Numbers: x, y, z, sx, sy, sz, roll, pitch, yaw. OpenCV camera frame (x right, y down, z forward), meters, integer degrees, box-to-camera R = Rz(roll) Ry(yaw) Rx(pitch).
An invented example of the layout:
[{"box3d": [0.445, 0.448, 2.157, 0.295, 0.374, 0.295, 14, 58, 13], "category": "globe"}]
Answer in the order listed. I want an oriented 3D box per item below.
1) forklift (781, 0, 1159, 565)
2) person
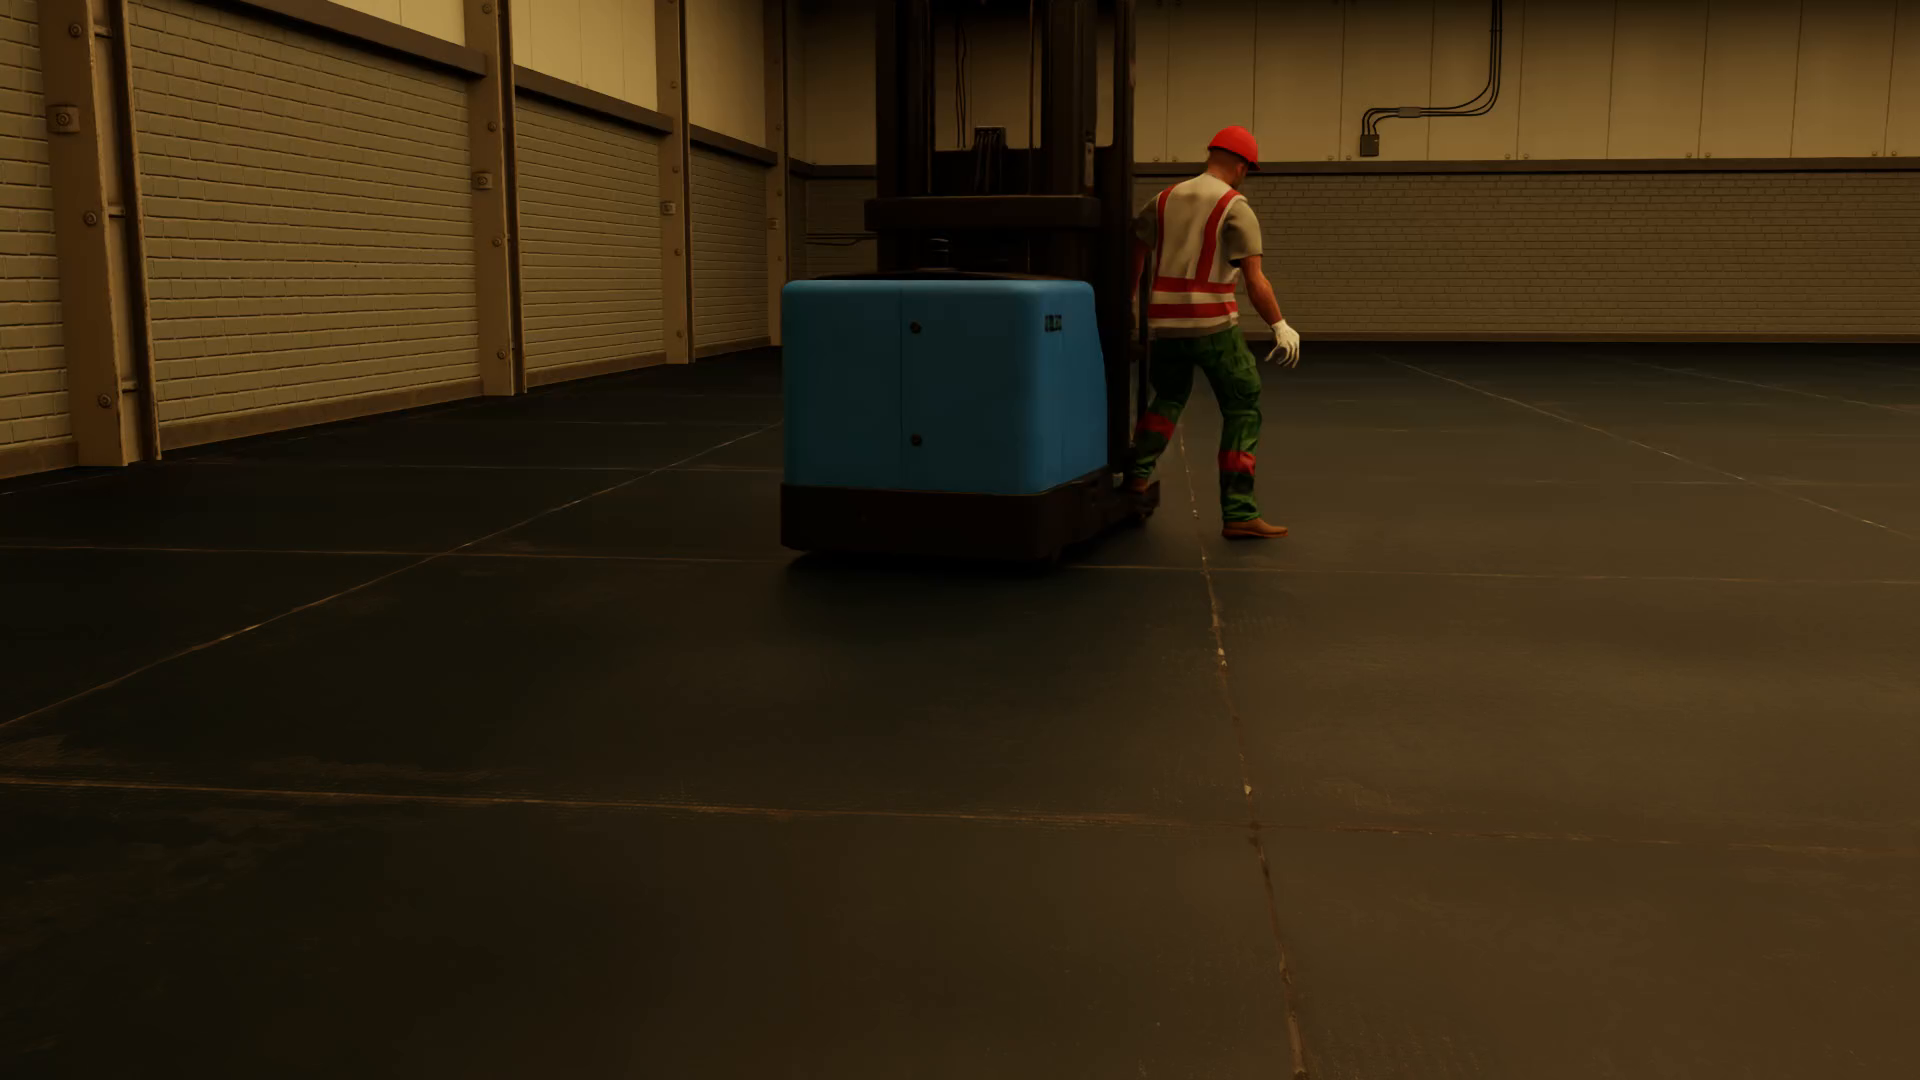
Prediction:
[{"box3d": [0.283, -1.545, 7.344, 1.130, 2.935, 3.031, 3, 9, 19], "category": "forklift"}, {"box3d": [1.068, -0.899, 7.172, 0.955, 1.734, 0.448, 8, 12, 43], "category": "person"}]
